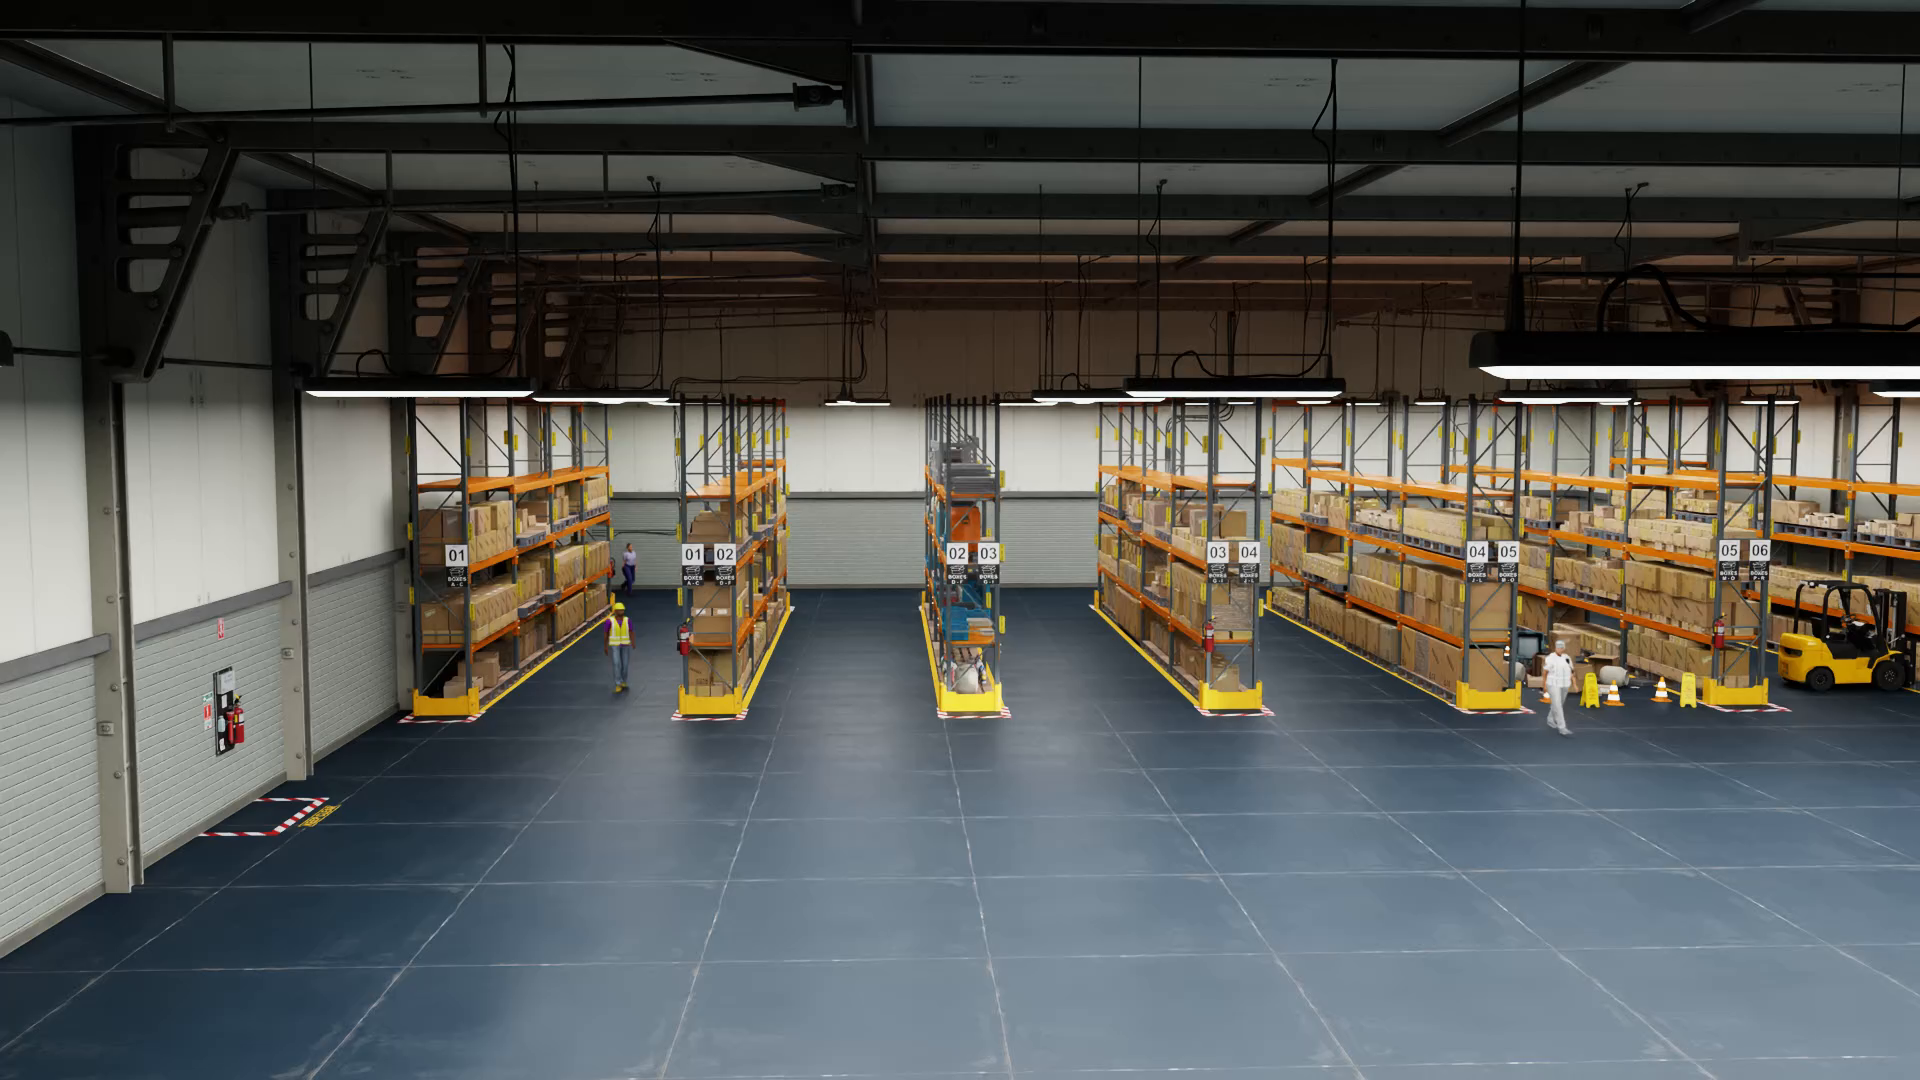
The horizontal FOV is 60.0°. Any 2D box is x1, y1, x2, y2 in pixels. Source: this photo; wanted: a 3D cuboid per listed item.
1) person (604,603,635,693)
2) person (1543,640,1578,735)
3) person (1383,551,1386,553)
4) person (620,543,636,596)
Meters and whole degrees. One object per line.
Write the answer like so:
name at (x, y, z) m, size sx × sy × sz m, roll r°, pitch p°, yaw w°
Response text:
person at (-6.907, 2.185, 33.915) m, size 0.601 × 1.762 × 0.775 m, roll -2°, pitch 5°, yaw -26°
person at (10.607, 2.575, 29.364) m, size 0.495 × 1.611 × 0.967 m, roll -1°, pitch 5°, yaw -12°
person at (12.285, 1.105, 47.963) m, size 1.014 × 1.598 × 0.430 m, roll 2°, pitch 5°, yaw 22°
person at (-10.160, 0.887, 50.882) m, size 0.806 × 1.610 × 0.479 m, roll 3°, pitch 6°, yaw 35°
